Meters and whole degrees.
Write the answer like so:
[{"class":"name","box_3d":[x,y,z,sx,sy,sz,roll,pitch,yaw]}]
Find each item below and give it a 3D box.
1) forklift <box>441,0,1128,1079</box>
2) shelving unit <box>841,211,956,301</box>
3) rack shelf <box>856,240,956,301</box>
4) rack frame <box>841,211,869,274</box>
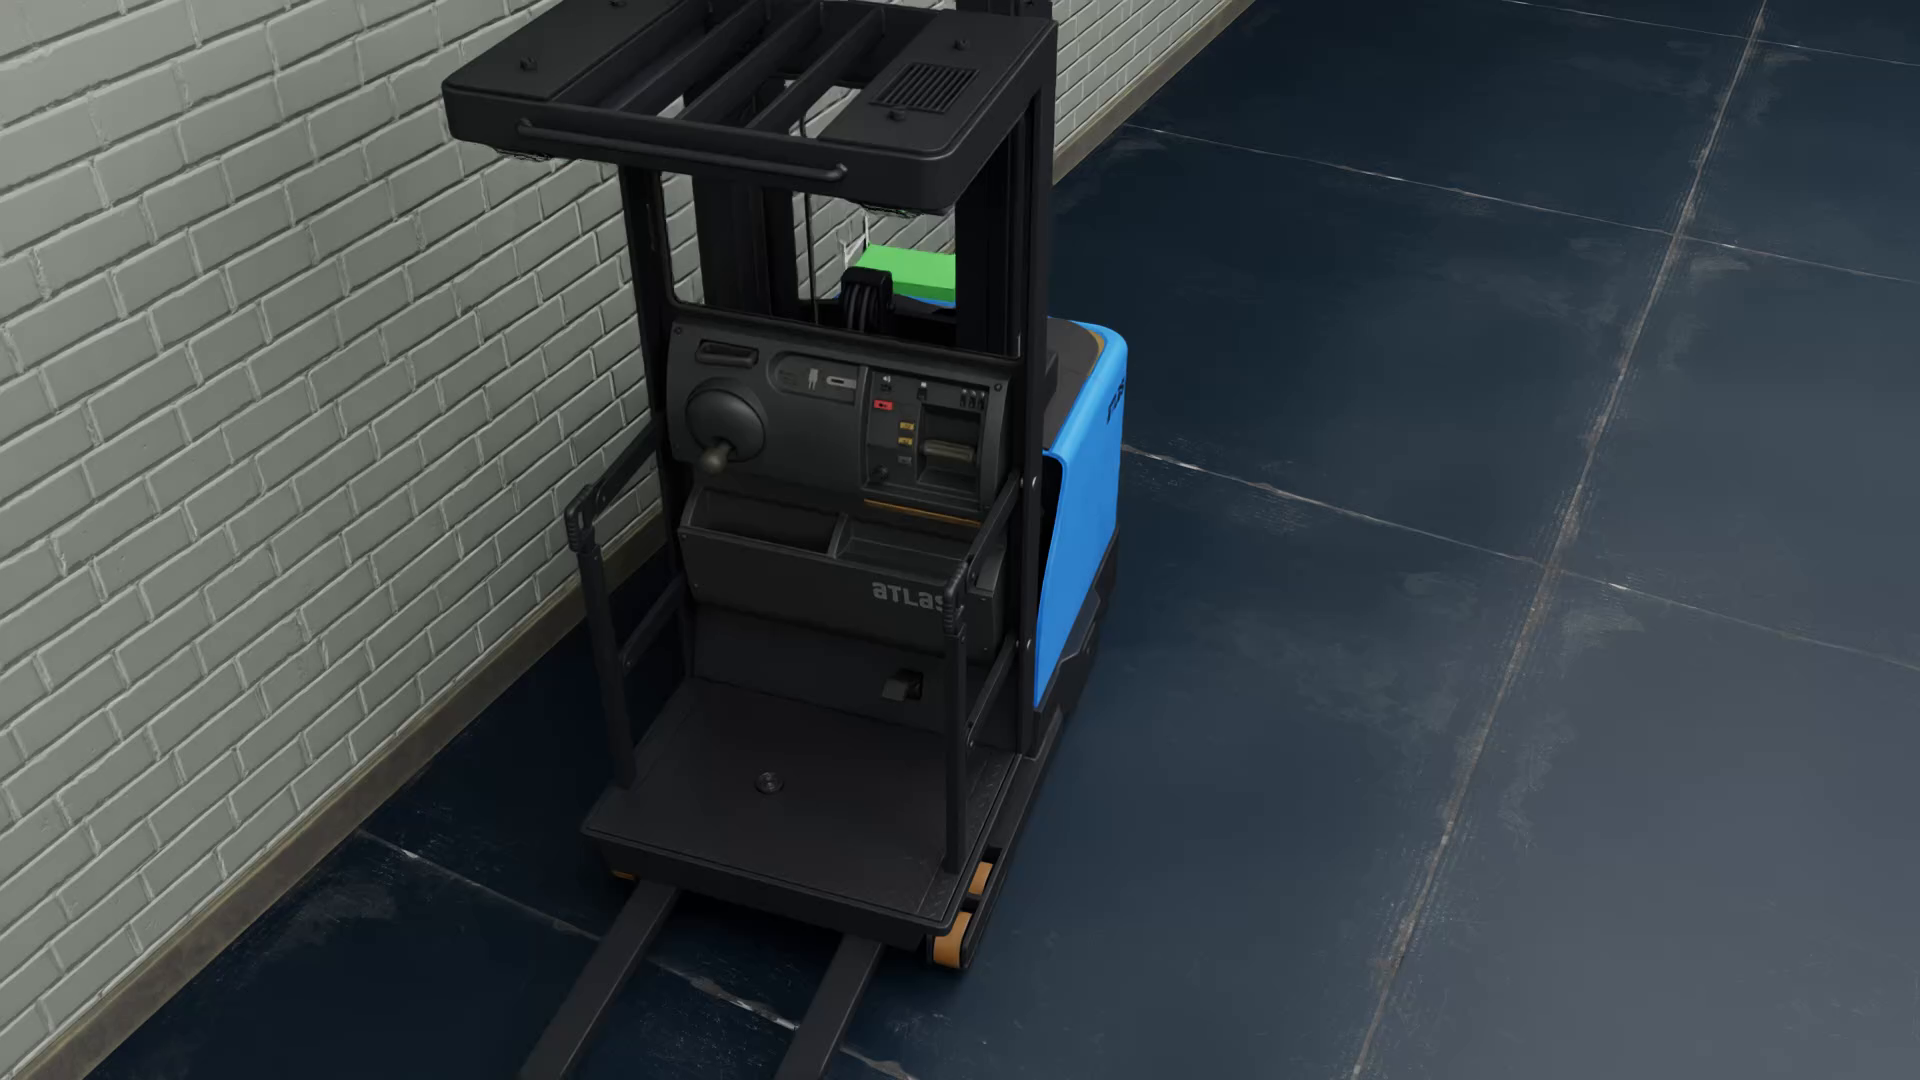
[{"class":"forklift","box_3d":[-0.396,-0.246,4.150,1.130,2.935,3.031,11,39,15]},{"class":"shelving unit","box_3d":[-0.124,-0.554,5.987,0.503,1.200,0.258,10,38,12]},{"class":"rack shelf","box_3d":[-0.124,-0.885,5.735,0.480,0.148,0.258,10,38,12]},{"class":"rack frame","box_3d":[-0.359,-0.594,6.040,0.015,1.200,0.240,10,38,12]}]
